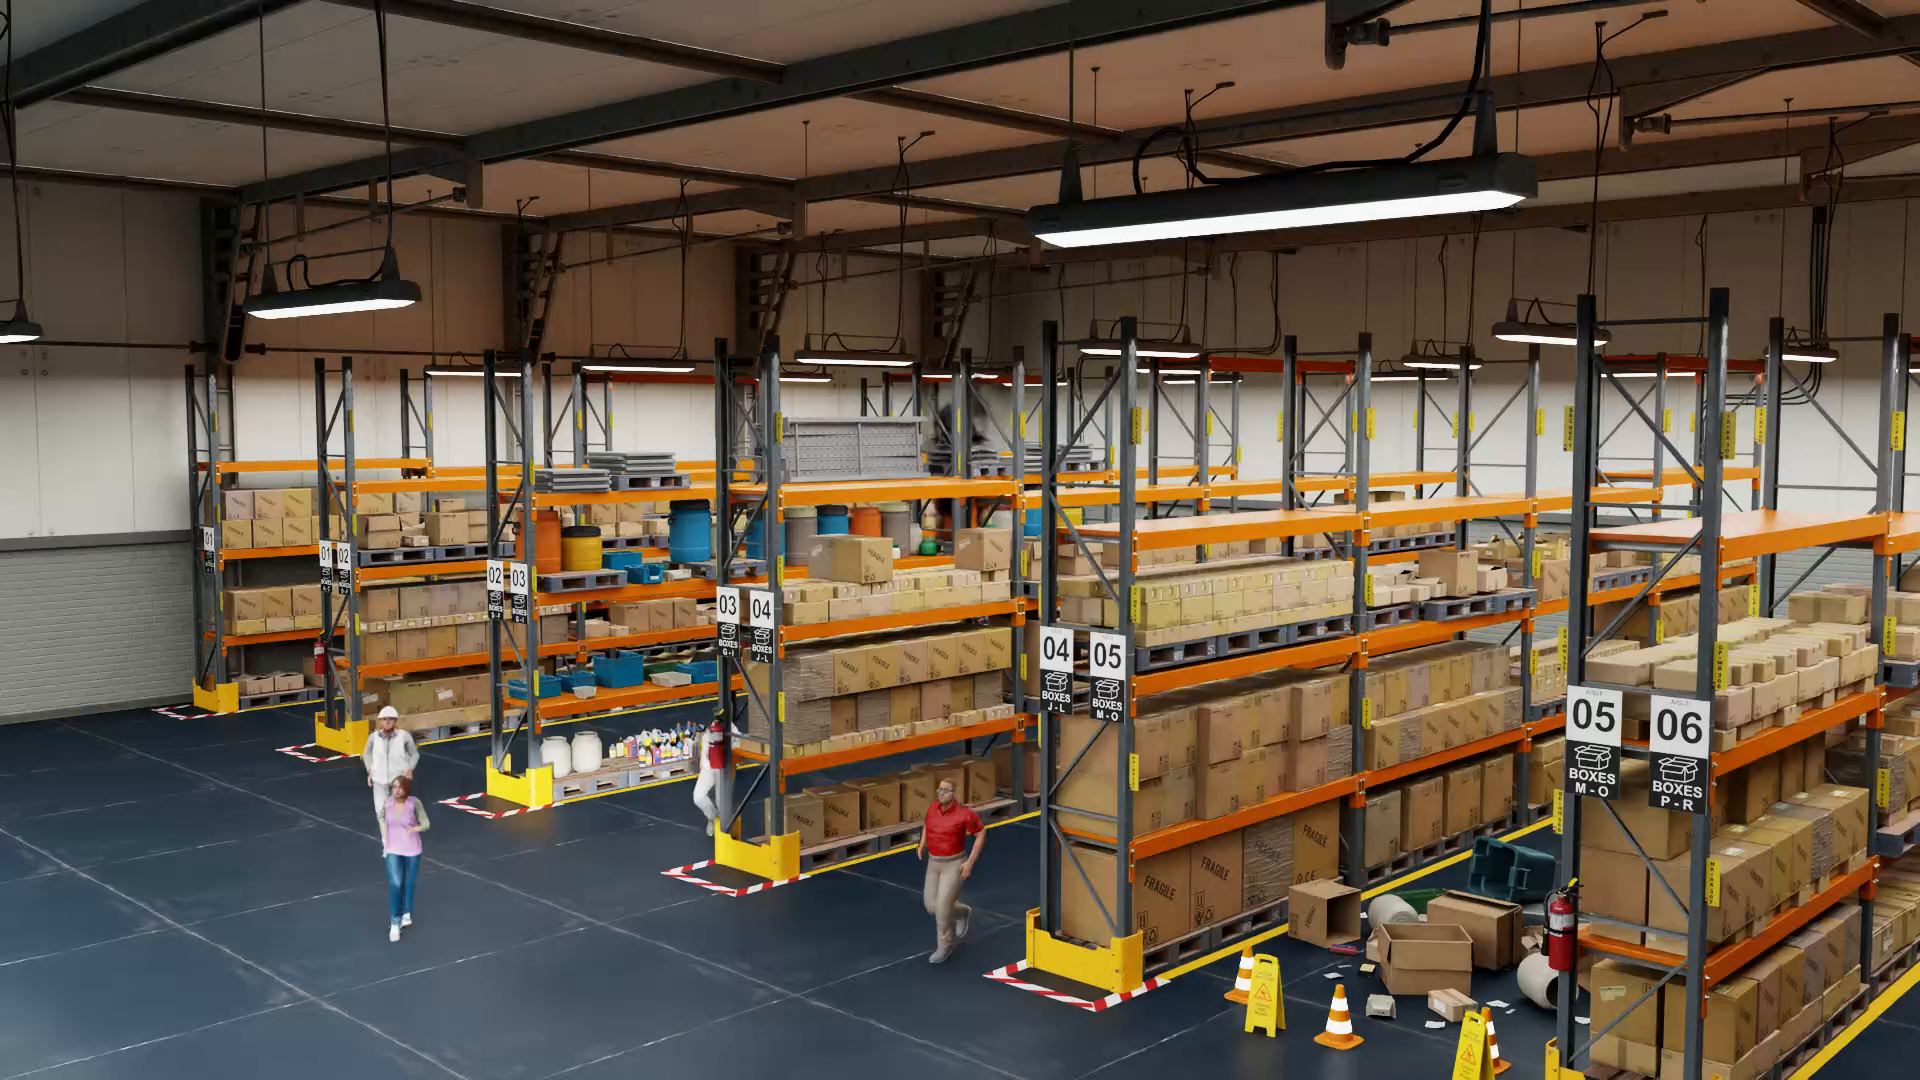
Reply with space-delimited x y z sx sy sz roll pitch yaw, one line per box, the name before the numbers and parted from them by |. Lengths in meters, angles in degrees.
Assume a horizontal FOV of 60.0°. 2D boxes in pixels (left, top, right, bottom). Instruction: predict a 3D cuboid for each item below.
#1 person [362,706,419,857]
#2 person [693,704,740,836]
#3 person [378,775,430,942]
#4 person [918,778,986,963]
person | -6.710 2.807 19.629 0.646 1.735 0.753 -1 4 -11
person | -2.964 2.803 20.234 0.585 1.627 0.583 2 5 27
person | -5.488 3.123 16.423 0.506 1.641 0.701 -1 5 -14
person | -0.095 3.117 15.888 0.700 1.710 0.682 4 6 40
